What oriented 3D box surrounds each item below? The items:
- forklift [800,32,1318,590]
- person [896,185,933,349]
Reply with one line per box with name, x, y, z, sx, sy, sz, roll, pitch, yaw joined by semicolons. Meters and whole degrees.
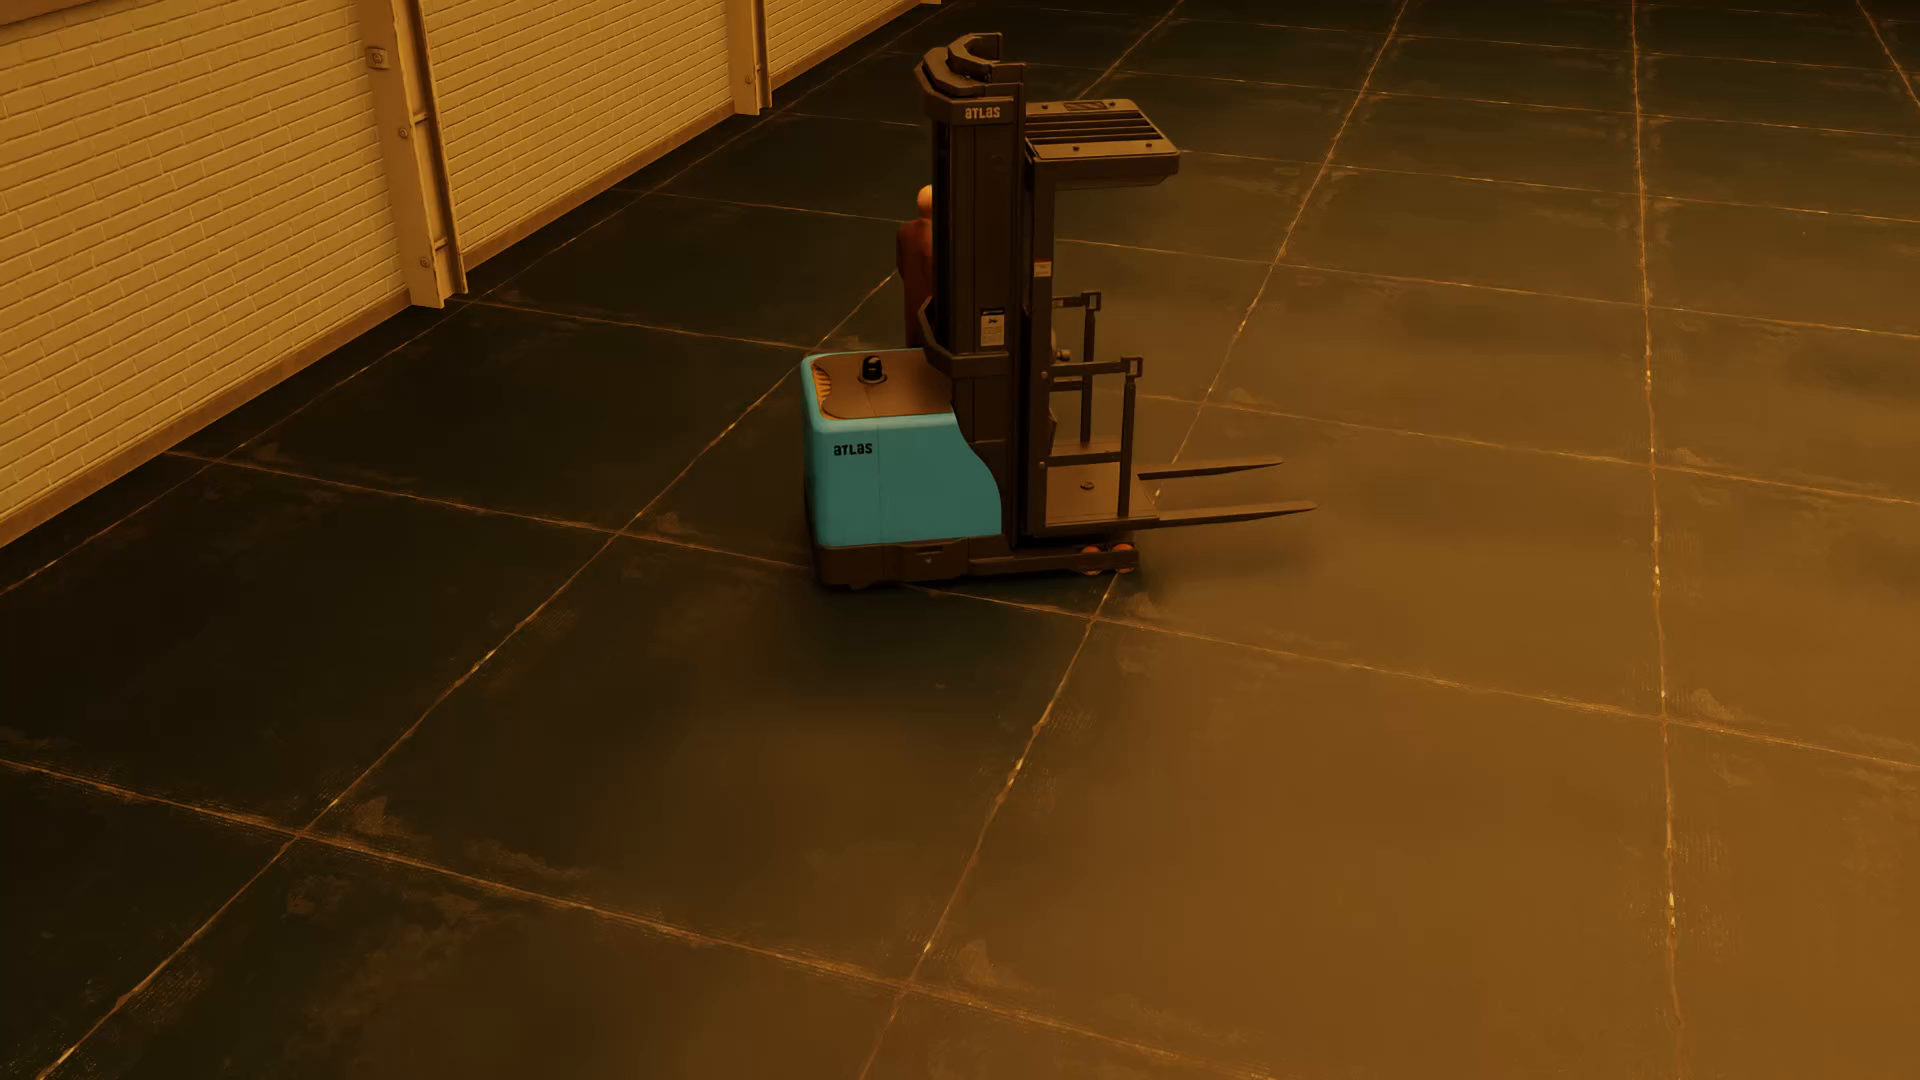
forklift;0.603;-1.321;9.453;3.031;2.935;1.130;-5;30;-8
person;-0.142;-1.468;10.889;0.434;1.766;0.778;-15;33;-24
